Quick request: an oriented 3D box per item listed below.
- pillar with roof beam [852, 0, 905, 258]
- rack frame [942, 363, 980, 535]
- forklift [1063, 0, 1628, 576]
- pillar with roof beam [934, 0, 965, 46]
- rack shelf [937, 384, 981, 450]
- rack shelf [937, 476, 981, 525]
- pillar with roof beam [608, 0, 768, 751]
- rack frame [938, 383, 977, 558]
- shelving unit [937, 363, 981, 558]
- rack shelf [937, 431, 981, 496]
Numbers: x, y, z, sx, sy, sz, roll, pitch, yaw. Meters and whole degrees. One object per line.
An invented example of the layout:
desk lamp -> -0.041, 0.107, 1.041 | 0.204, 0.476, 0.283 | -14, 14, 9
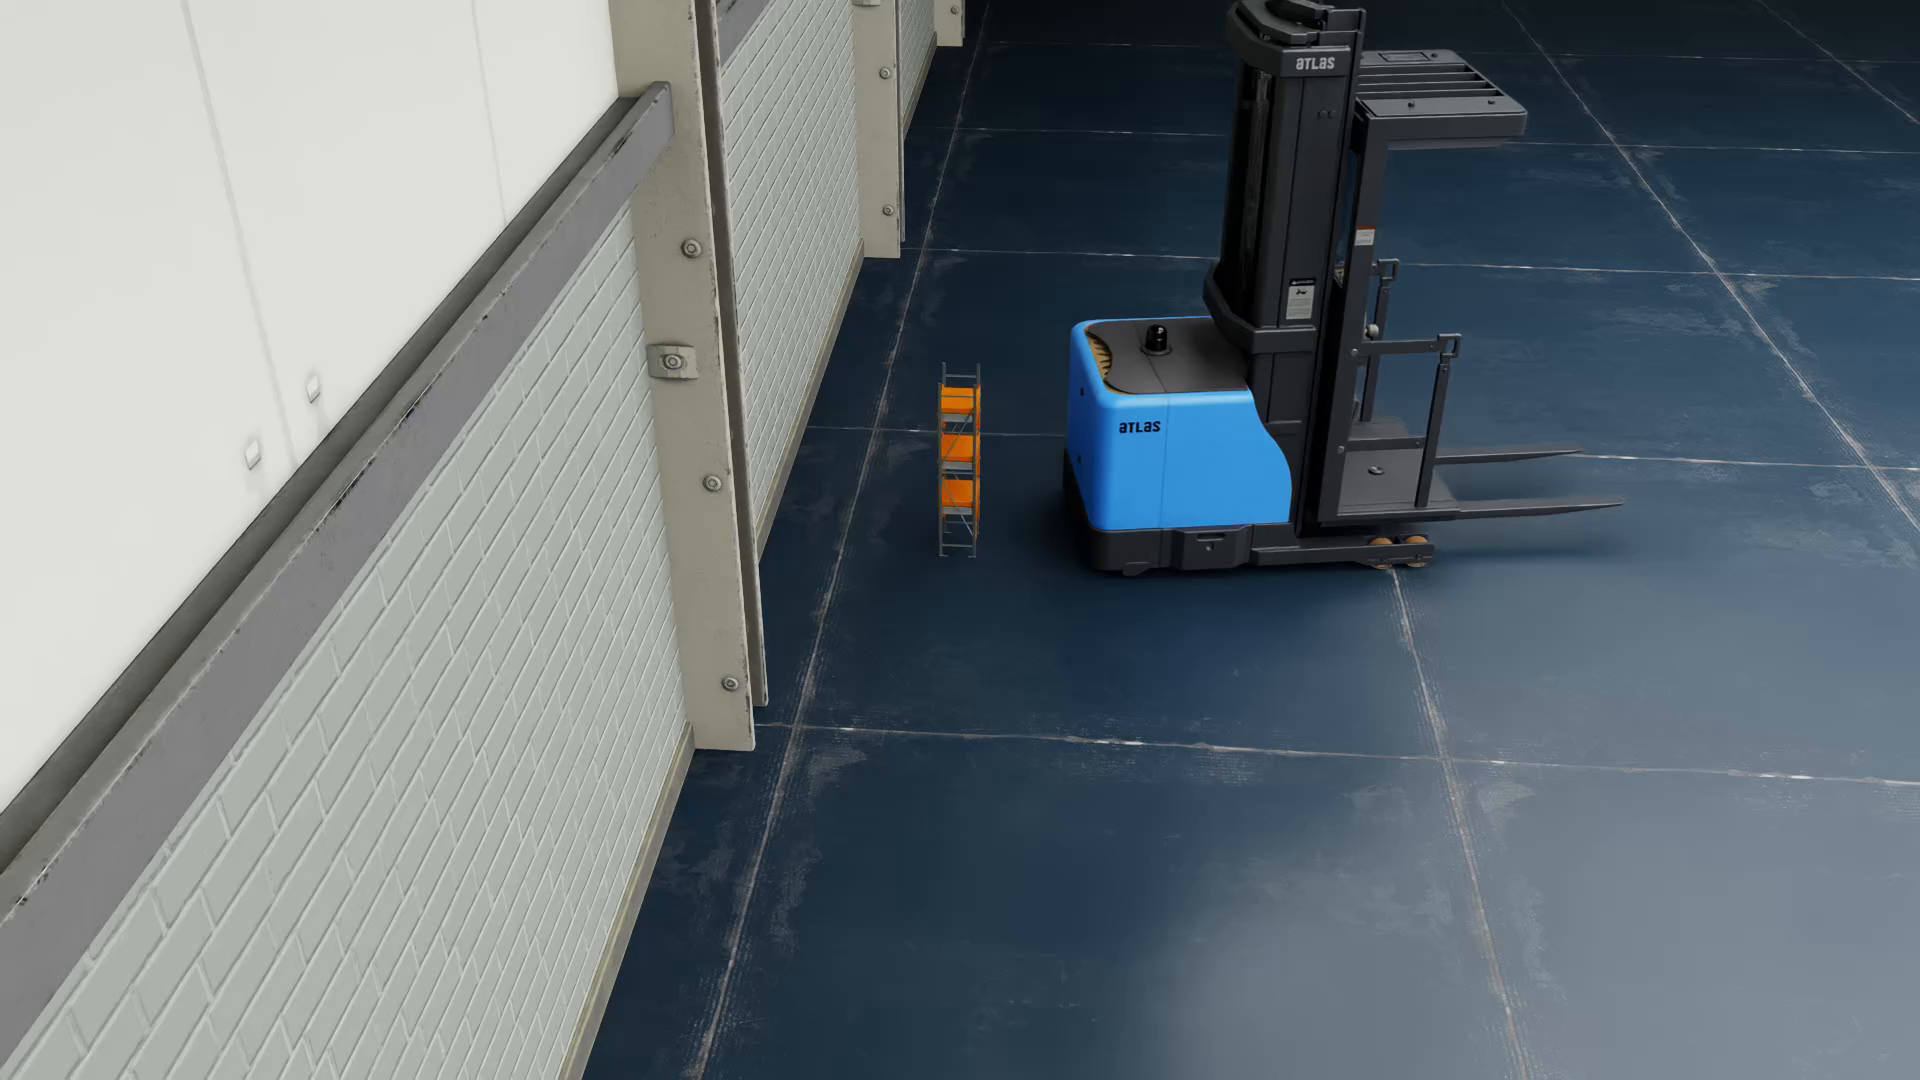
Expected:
pillar with roof beam -> 3.688, -5.921, 10.281 | 9.100, 9.000, 0.400 | 2, 32, 4
rack frame -> 0.006, -0.483, 9.033 | 0.200, 1.050, 0.008 | 2, 32, 4
forklift -> 2.144, -1.366, 8.672 | 3.031, 2.935, 1.130 | -3, 32, -4
pillar with roof beam -> 4.176, -9.058, 15.372 | 9.100, 9.000, 0.400 | 2, 32, 4
rack shelf -> -0.004, -0.652, 8.786 | 0.215, 0.259, 0.240 | 2, 32, 4
rack shelf -> -0.004, -0.173, 9.081 | 0.215, 0.259, 0.240 | 2, 32, 4
pillar with roof beam -> 3.199, -2.784, 5.190 | 9.100, 9.000, 0.400 | 2, 32, 4
rack frame -> -0.014, -0.355, 8.826 | 0.200, 1.050, 0.008 | 2, 32, 4
shelving unit -> -0.004, -0.419, 8.929 | 0.215, 1.050, 0.252 | 2, 32, 4
rack shelf -> -0.004, -0.410, 8.935 | 0.215, 0.259, 0.240 | 2, 32, 4
